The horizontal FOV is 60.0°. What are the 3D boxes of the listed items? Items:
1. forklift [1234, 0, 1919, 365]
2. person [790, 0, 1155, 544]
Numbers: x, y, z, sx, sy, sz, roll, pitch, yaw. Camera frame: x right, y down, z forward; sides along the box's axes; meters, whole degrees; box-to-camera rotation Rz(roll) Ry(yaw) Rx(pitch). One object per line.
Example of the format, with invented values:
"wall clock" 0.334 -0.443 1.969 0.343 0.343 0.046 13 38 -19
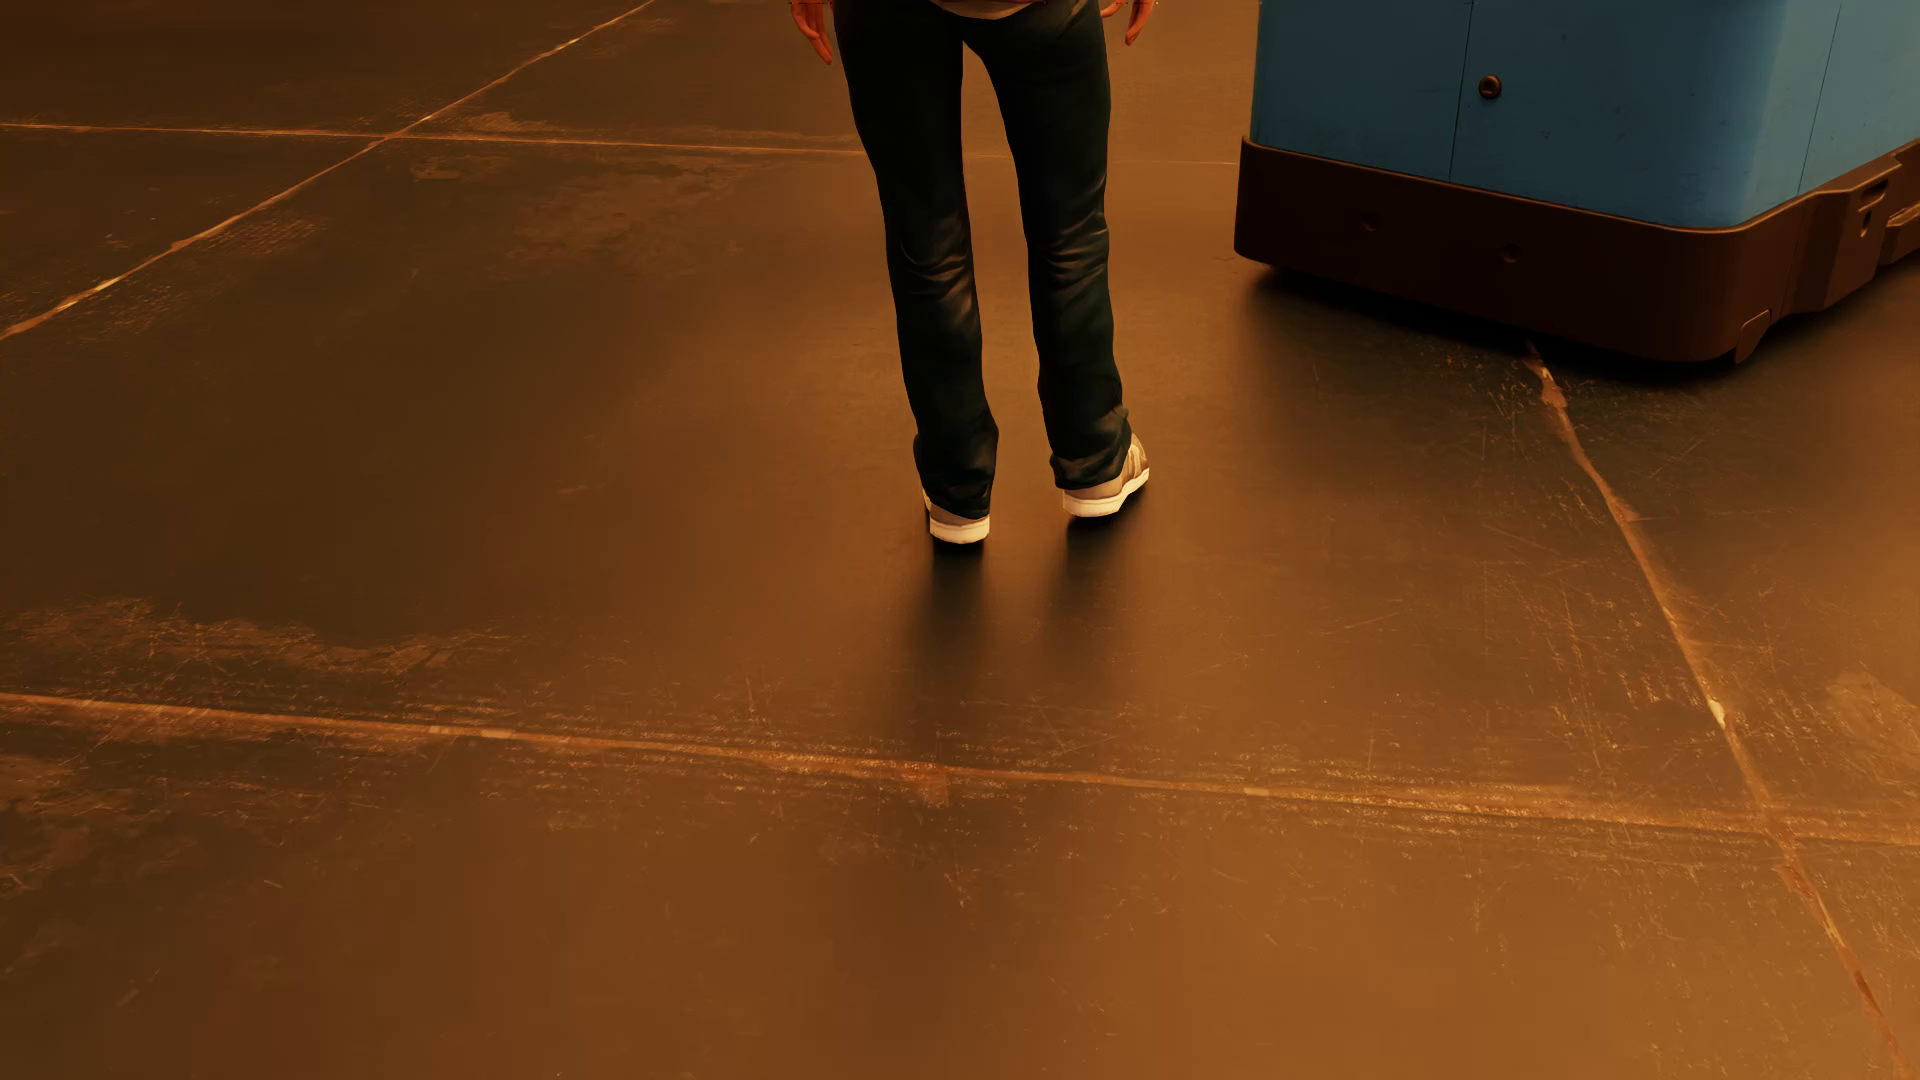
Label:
"forklift" 1.985 -2.189 3.606 1.130 2.935 3.031 24 35 39
"person" 0.023 -0.753 2.205 0.521 1.599 0.473 3 27 7
